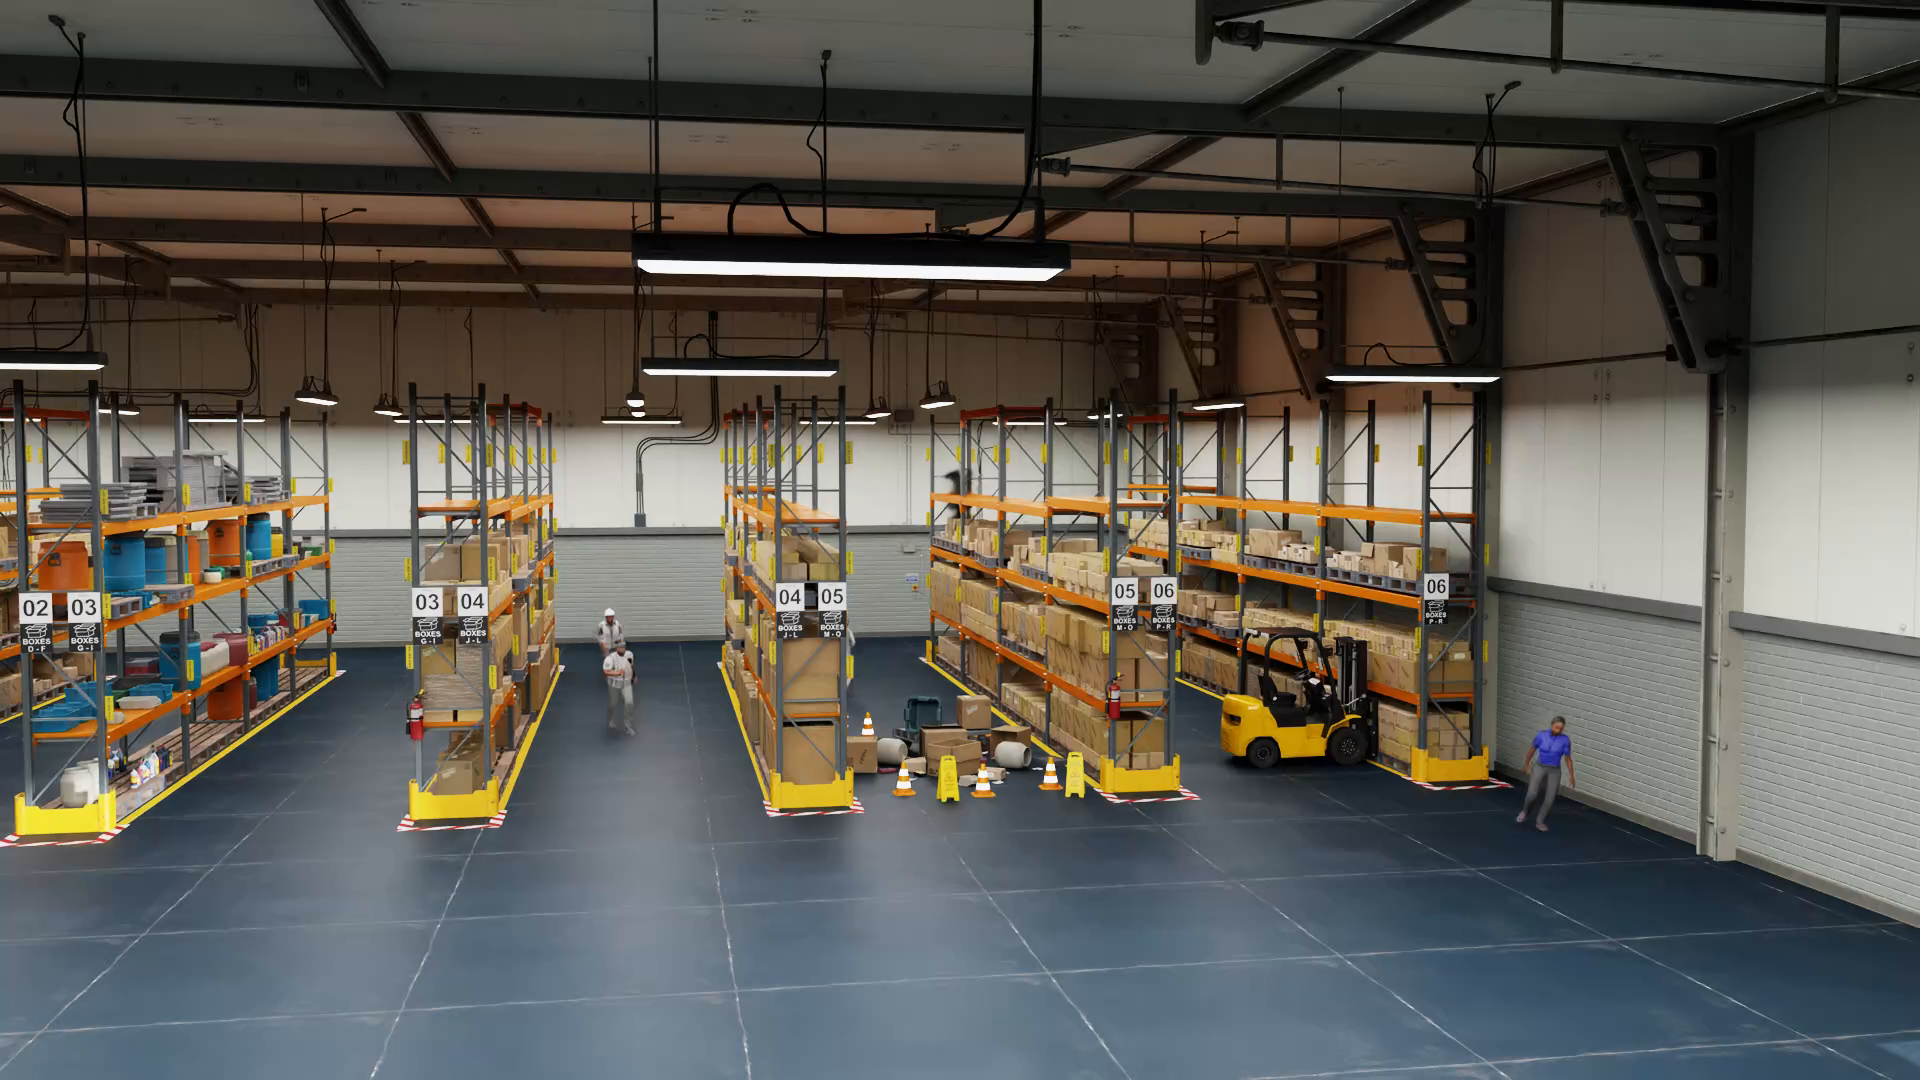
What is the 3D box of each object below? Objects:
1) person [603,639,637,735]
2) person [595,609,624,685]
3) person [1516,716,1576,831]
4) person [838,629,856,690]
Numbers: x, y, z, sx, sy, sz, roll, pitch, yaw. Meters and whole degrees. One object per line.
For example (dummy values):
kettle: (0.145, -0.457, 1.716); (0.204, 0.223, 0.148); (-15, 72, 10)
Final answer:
person: (-6.144, 2.623, 30.013); (0.668, 1.752, 1.000); (-2, 3, -28)
person: (-7.685, 2.321, 36.364); (0.647, 1.682, 0.851); (-2, 3, -31)
person: (7.790, 3.087, 22.103); (0.710, 1.573, 0.599); (1, 3, 14)
person: (-2.486, 2.443, 35.281); (0.549, 1.569, 0.632); (-1, 3, -15)
